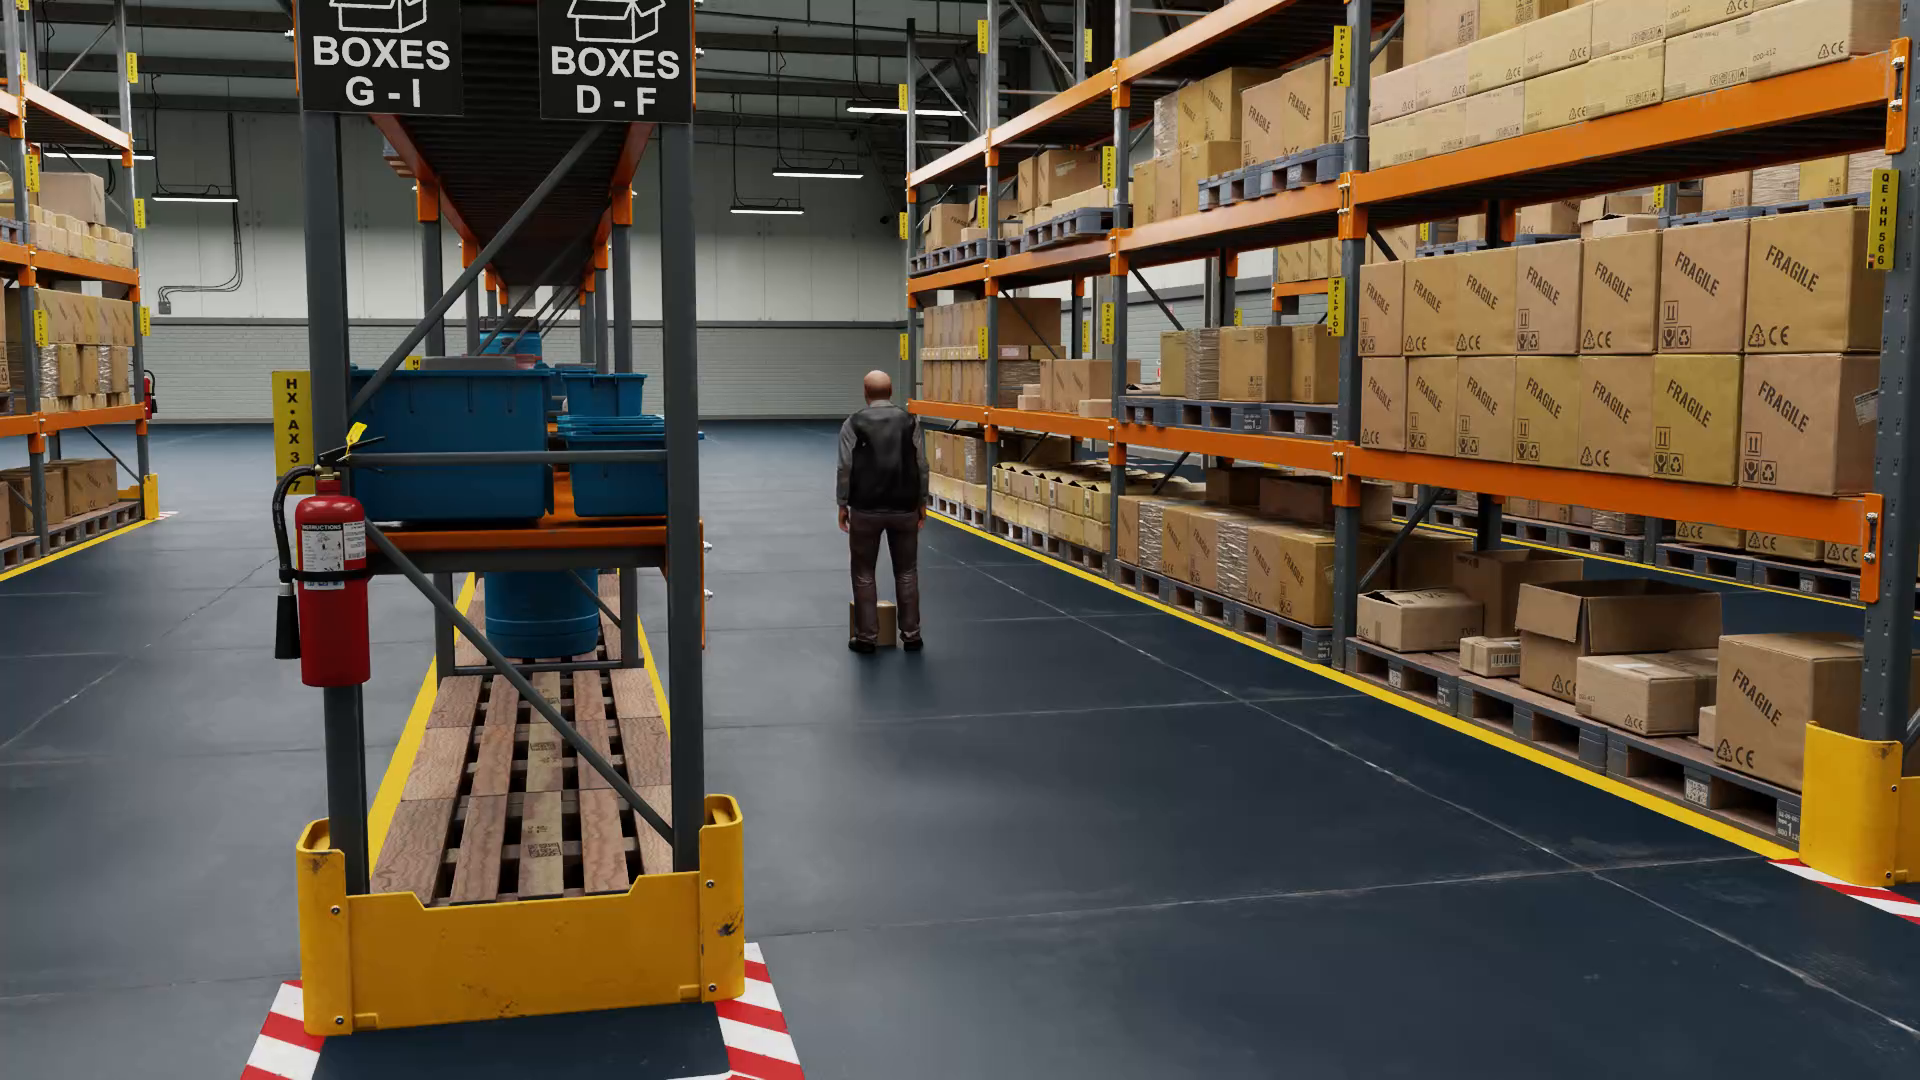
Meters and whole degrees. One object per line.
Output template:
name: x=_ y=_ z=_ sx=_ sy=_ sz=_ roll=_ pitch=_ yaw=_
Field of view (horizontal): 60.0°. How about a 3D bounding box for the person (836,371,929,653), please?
person: x=-0.473 y=-0.123 z=10.205 sx=0.578 sy=1.616 sz=0.397 roll=-2 pitch=6 yaw=-14
